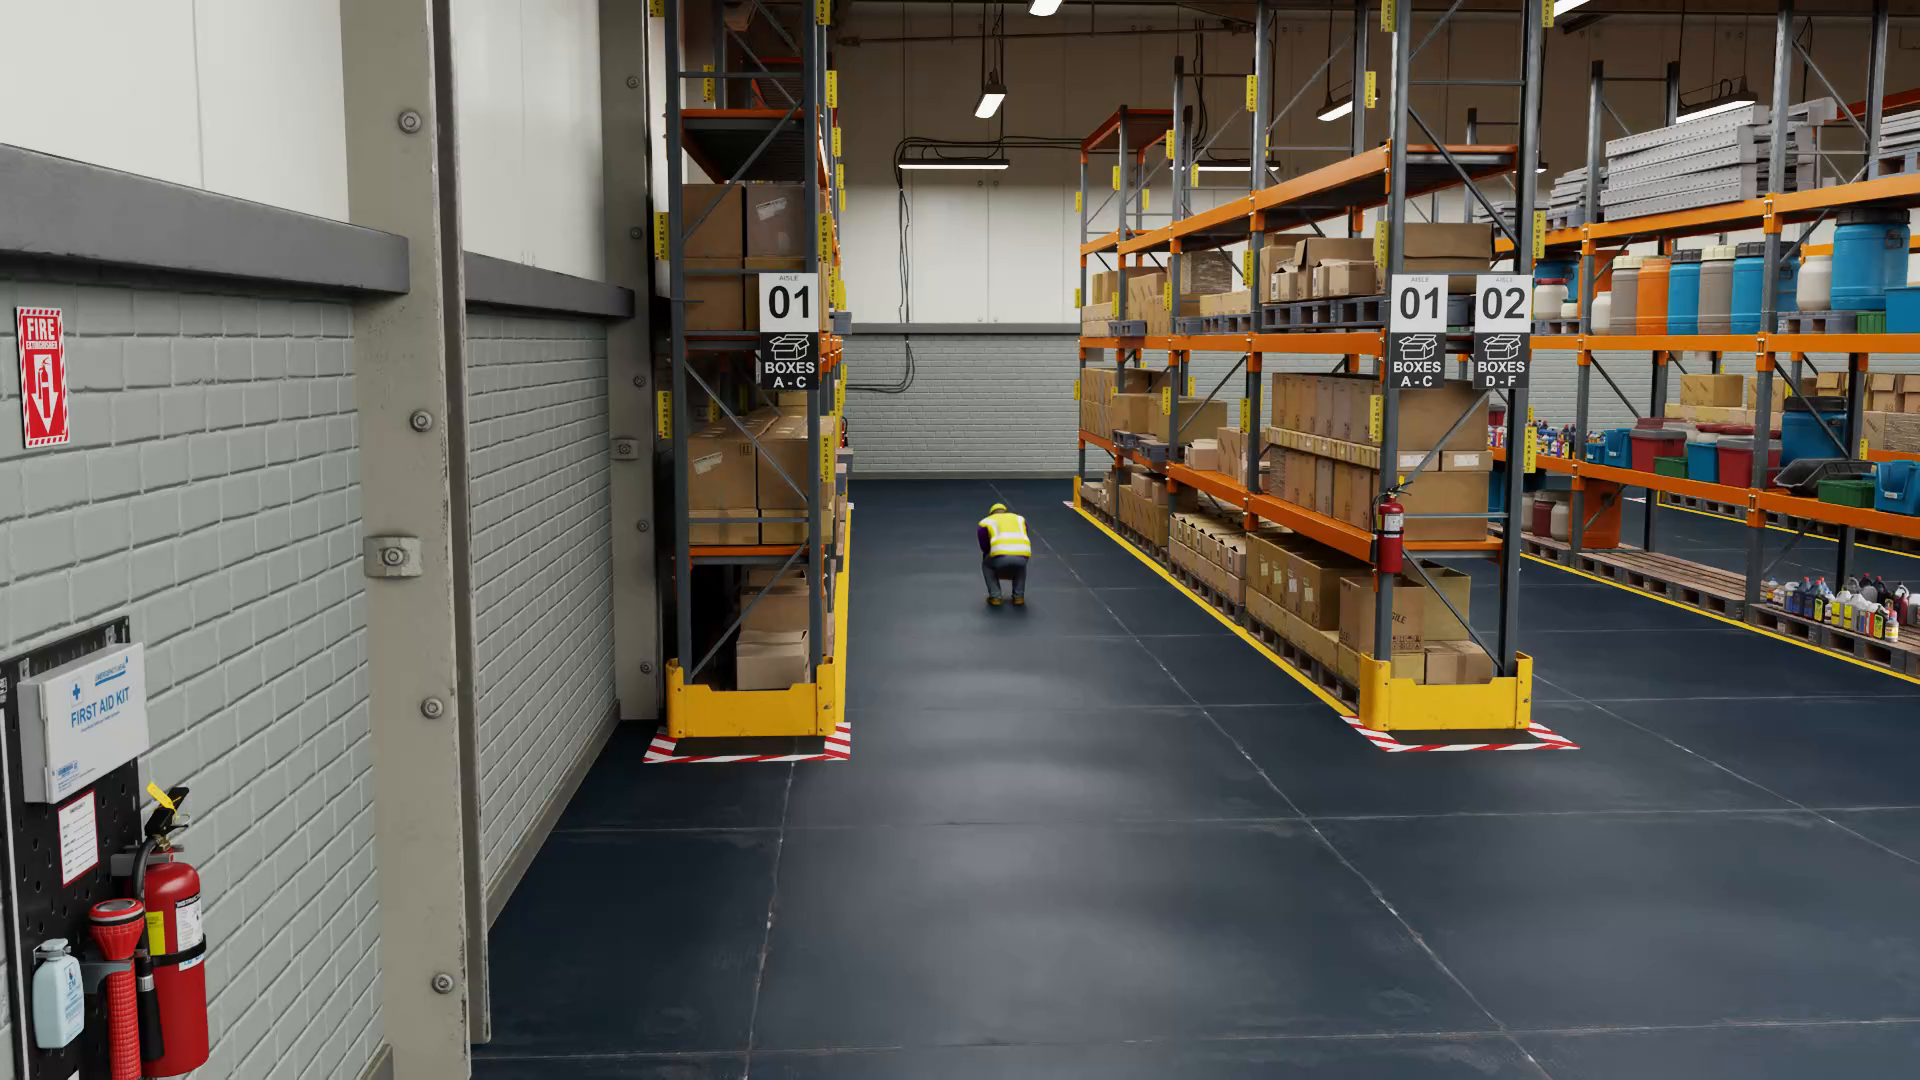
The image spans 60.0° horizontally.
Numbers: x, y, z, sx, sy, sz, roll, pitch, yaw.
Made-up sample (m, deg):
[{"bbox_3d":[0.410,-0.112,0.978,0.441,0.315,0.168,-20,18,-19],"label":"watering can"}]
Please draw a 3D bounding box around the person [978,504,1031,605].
[{"bbox_3d":[0.464,0.153,17.579,0.536,1.011,0.904,-1,7,-5],"label":"person"}]
